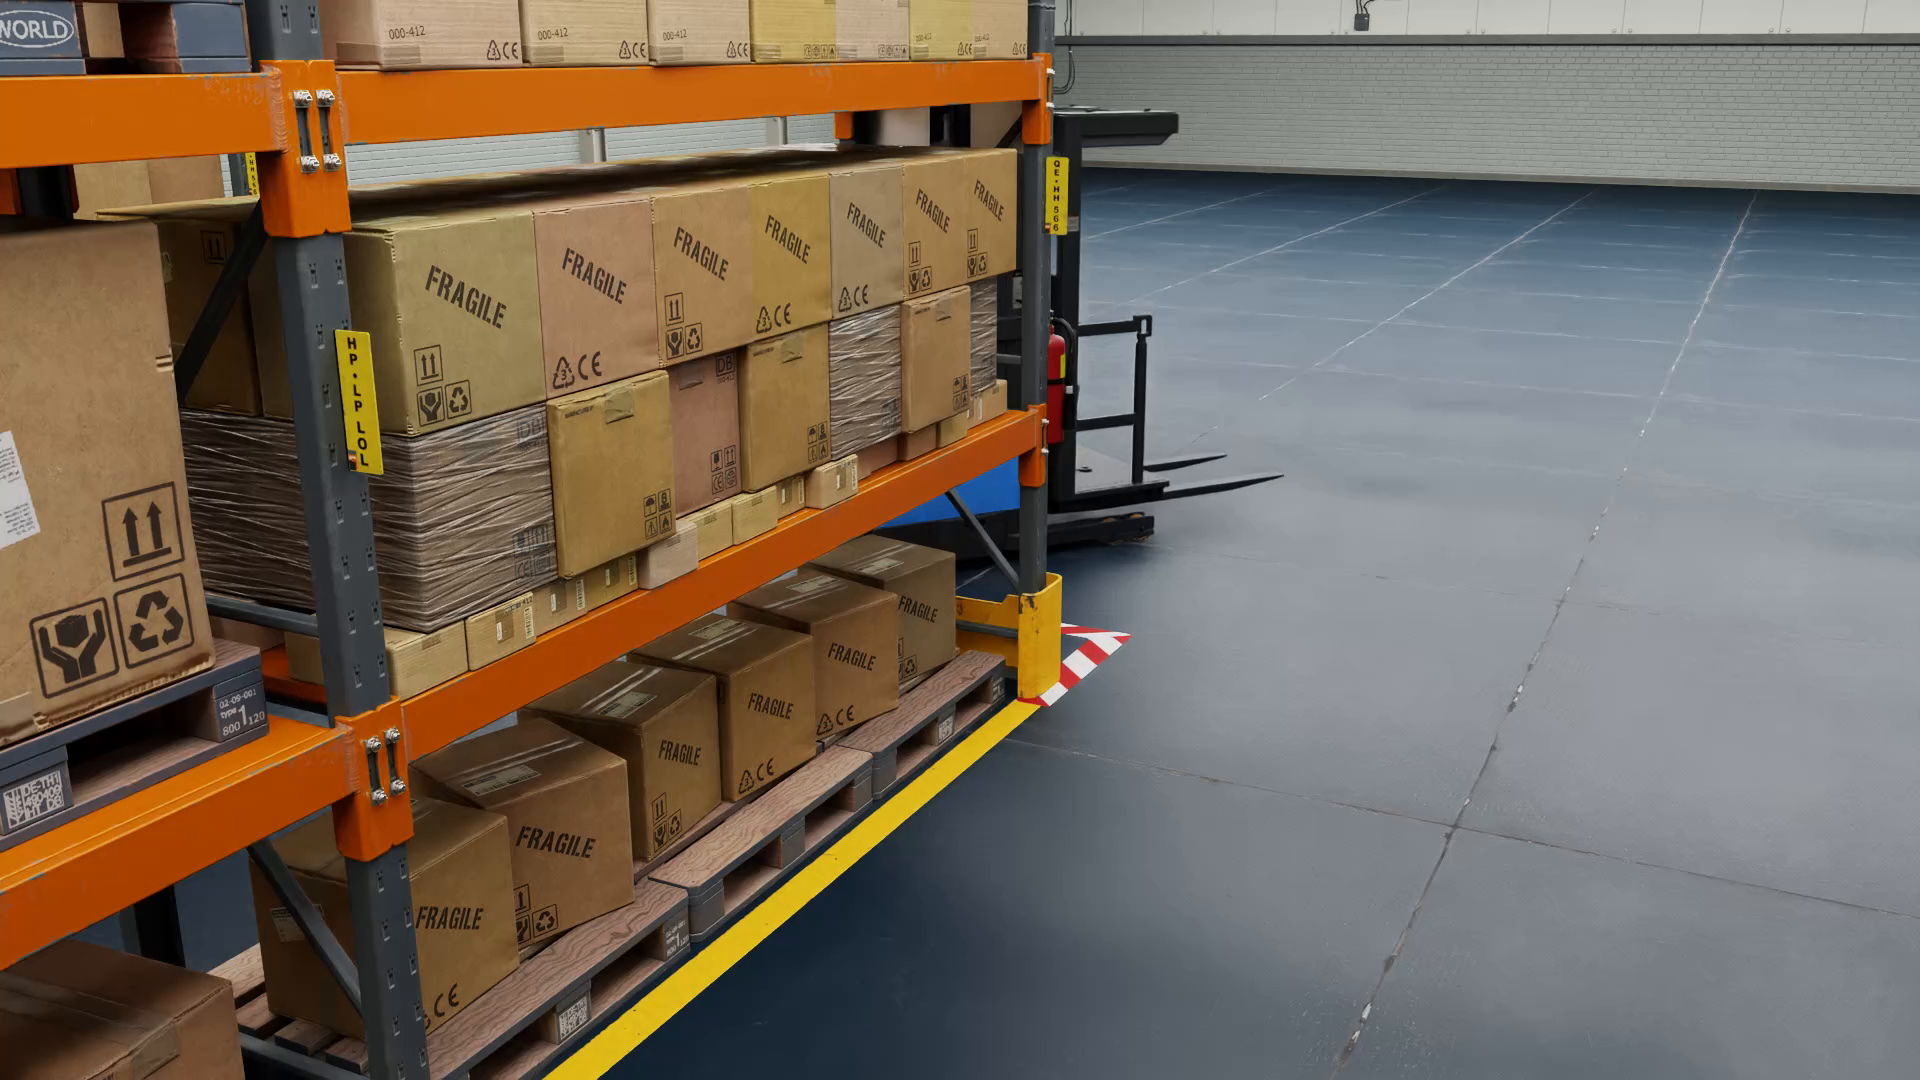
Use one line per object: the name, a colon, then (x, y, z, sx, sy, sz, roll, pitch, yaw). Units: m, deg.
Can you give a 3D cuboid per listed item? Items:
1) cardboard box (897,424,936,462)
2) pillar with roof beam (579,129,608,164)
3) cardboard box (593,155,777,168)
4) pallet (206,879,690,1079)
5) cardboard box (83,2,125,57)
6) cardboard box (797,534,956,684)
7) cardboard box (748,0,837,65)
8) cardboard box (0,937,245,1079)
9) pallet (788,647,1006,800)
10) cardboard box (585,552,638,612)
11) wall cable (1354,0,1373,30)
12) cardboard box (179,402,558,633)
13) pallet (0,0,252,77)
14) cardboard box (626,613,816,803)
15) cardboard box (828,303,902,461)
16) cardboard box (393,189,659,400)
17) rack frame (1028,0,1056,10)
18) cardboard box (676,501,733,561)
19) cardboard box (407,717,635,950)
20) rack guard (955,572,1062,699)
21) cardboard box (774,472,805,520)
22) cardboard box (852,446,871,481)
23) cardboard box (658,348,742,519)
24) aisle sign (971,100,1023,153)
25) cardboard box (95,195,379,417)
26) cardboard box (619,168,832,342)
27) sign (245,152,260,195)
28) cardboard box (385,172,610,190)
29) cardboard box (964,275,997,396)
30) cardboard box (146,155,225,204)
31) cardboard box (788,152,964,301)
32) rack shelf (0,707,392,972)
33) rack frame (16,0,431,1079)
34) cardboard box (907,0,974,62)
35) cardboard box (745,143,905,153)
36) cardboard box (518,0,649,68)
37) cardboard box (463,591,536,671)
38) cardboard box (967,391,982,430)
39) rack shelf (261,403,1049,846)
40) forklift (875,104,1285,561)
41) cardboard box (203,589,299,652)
cardboard box: (-0.318, -0.430, 6.644, 0.380, 0.149, 0.250, 8, 18, 25)
pillar with roof beam: (-2.603, -9.586, 26.495, 9.100, 9.000, 0.400, 8, 18, 25)
cardboard box: (-1.014, -1.155, 6.190, 0.500, 0.500, 0.500, 8, 18, 25)
pallet: (-1.591, 1.335, 5.157, 1.003, 0.211, 1.213, 8, 18, 25)
cardboard box: (-1.890, -1.341, 4.266, 0.500, 0.250, 0.500, 9, 19, 27)
cardboard box: (-0.366, 0.309, 7.367, 0.500, 0.500, 0.500, 12, 20, 36)
cardboard box: (-0.738, -1.670, 5.373, 0.500, 0.250, 0.500, 8, 18, 24)
cardboard box: (-2.153, 1.315, 3.945, 0.700, 0.500, 0.500, 7, 18, 21)
pallet: (-0.501, 0.714, 7.250, 1.003, 0.211, 1.213, 8, 18, 25)
cardboard box: (-1.181, 0.084, 4.914, 0.380, 0.149, 0.250, 8, 18, 25)
wall cable: (9.893, -14.191, 36.026, 2.305, 6.003, 0.169, 8, 18, 25)
cardboard box: (-1.603, -0.123, 4.472, 0.875, 0.500, 0.500, 8, 18, 25)
pallet: (-2.231, -1.030, 3.285, 1.213, 0.211, 1.003, 8, 18, 25)
cardboard box: (-0.899, 0.623, 6.311, 0.500, 0.500, 0.500, 10, 19, 30)
cardboard box: (-0.721, -0.634, 6.193, 0.875, 0.500, 0.500, 8, 18, 25)
cardboard box: (-1.209, -0.705, 4.677, 0.500, 0.500, 0.500, 8, 18, 25)
rack frame: (-0.072, -3.720, 6.745, 1.000, 3.000, 0.127, 8, 18, 25)
cardboard box: (-0.958, -0.043, 5.343, 0.380, 0.149, 0.250, 8, 18, 25)
cardboard box: (-1.396, 0.928, 5.286, 0.500, 0.500, 0.500, 16, 23, 43)
rack guard: (-0.106, 0.373, 7.890, 1.175, 0.500, 0.348, 8, 18, 25)
cardboard box: (-0.765, -0.175, 5.786, 0.380, 0.149, 0.250, 8, 18, 25)
cardboard box: (-0.559, -0.305, 6.223, 0.380, 0.149, 0.250, 8, 18, 25)
cardboard box: (-1.215, -0.386, 5.358, 0.875, 0.500, 0.500, 8, 18, 25)
aisle sign: (0.224, -2.068, 7.154, 0.394, 0.787, 0.004, 8, 18, 25)
cardboard box: (-1.905, -0.645, 4.474, 0.500, 0.500, 0.500, 8, 18, 25)
cardboard box: (-0.772, -0.961, 5.539, 0.500, 0.500, 0.500, 8, 18, 25)
sign: (-3.985, -2.097, 9.368, 0.100, 0.325, 0.005, 8, 18, 25)
cardboard box: (-1.458, -0.900, 5.332, 0.500, 0.500, 0.500, 8, 18, 25)
cardboard box: (-0.343, -0.898, 7.083, 0.875, 0.500, 0.500, 8, 18, 25)
cardboard box: (-4.665, -2.001, 9.334, 0.875, 0.550, 0.550, 8, 18, 25)
cardboard box: (-0.315, -1.215, 6.392, 0.500, 0.500, 0.500, 8, 18, 25)
rack shelf: (-2.753, 1.029, 2.556, 1.077, 0.370, 4.000, 8, 18, 25)
rack frame: (-1.860, 0.174, 4.169, 1.000, 3.000, 0.127, 8, 18, 25)
cardboard box: (-0.281, -1.928, 6.242, 0.500, 0.250, 0.500, 8, 18, 26)
cardboard box: (-0.562, -1.409, 7.046, 0.500, 0.500, 0.500, 8, 18, 25)
cardboard box: (-1.198, -1.409, 4.496, 0.500, 0.250, 0.500, 8, 18, 25)
cardboard box: (-1.371, 0.216, 4.469, 0.380, 0.149, 0.250, 8, 18, 25)
cardboard box: (-0.127, -0.562, 7.088, 0.380, 0.149, 0.250, 8, 18, 25)
rack shelf: (-0.966, 0.010, 5.987, 1.077, 0.370, 4.000, 8, 18, 25)
forklift: (0.593, -1.492, 9.900, 3.031, 2.935, 1.130, -9, 19, -27)
cardboard box: (-2.027, 0.203, 4.515, 0.380, 0.149, 0.250, 8, 18, 25)
